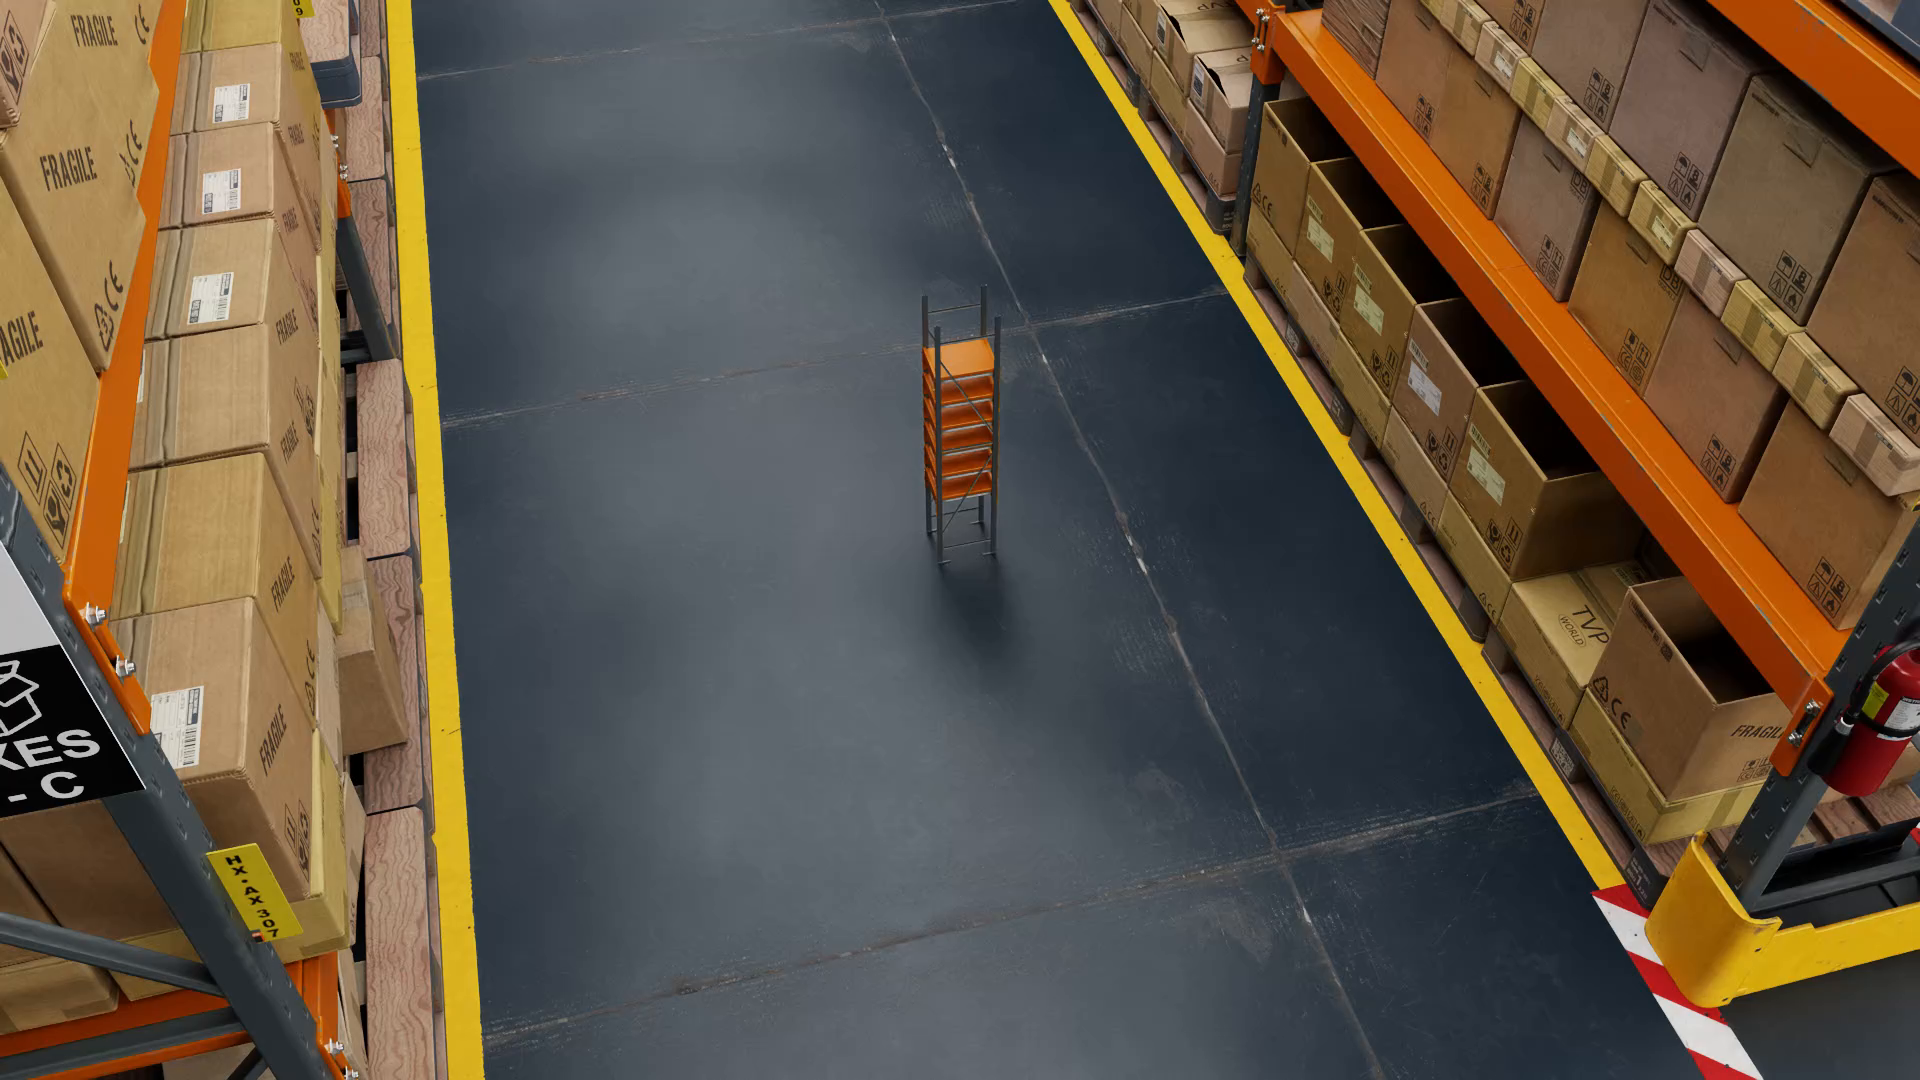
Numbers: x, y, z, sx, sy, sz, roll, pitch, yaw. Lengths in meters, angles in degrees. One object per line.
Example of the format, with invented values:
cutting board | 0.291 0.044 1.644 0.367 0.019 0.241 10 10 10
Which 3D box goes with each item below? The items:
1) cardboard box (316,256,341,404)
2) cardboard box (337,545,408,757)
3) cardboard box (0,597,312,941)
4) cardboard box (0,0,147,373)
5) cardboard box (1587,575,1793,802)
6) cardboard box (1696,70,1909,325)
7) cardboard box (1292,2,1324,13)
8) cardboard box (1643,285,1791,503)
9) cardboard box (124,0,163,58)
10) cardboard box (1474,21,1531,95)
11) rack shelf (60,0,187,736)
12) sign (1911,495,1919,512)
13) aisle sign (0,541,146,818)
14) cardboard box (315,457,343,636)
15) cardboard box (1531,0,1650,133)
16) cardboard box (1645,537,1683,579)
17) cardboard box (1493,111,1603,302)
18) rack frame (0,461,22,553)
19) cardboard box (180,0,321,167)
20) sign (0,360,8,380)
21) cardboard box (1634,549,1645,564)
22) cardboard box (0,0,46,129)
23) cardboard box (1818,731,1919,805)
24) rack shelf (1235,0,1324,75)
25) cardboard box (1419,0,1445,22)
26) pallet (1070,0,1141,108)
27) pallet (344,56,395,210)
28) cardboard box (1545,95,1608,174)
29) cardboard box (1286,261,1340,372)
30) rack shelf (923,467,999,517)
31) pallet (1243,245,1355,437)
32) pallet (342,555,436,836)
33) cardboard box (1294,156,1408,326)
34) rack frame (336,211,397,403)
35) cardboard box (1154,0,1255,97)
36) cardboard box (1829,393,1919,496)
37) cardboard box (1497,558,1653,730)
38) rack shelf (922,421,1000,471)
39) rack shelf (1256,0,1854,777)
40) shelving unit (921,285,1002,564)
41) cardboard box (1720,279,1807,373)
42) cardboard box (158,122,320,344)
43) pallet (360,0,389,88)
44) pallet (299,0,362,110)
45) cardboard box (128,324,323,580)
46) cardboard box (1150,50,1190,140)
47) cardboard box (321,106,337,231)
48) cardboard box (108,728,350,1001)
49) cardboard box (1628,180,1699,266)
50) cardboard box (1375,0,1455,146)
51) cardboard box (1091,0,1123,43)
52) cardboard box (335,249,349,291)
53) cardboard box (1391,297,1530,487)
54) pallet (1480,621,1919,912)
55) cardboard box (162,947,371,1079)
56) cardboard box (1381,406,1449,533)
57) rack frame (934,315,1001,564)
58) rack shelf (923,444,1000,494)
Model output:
cardboard box | -2.289 -0.638 5.366 0.500 0.250 0.500 -11 47 -11
cardboard box | -2.318 0.434 5.667 0.700 0.500 0.500 -13 47 -13
cardboard box | -1.774 0.515 3.711 0.500 0.500 0.500 -11 47 -10
cardboard box | -1.890 -0.629 3.082 0.500 0.500 0.500 -8 46 -8
cardboard box | 2.420 0.445 5.320 0.500 0.500 0.500 -11 47 -10
cardboard box | 2.584 -1.004 4.656 0.700 0.500 0.500 -12 47 -11
cardboard box | 1.833 -2.612 8.448 0.500 0.311 0.500 -11 47 -11
cardboard box | 2.599 -0.513 5.083 0.700 0.500 0.500 -10 46 -9
cardboard box | -2.184 -1.353 3.792 0.500 0.500 0.500 -8 46 -8
cardboard box | 2.036 -1.706 5.797 0.380 0.149 0.250 -12 47 -11
rack shelf | -2.455 -1.063 4.095 1.077 0.370 4.000 -11 47 -10
sign | 2.317 -0.190 3.860 0.100 0.325 0.005 -11 47 -10
aisle sign | -1.634 0.201 2.632 0.394 0.787 0.004 -11 47 -10
cardboard box | -2.032 0.058 4.684 0.500 0.250 0.500 -11 47 -11
cardboard box | 2.326 -1.698 5.335 0.700 0.500 0.500 -11 47 -10
cardboard box | 2.793 0.005 5.751 0.500 0.500 0.500 -11 47 -10
cardboard box | 2.339 -1.220 5.775 0.700 0.500 0.500 -9 46 -9
rack frame | -1.943 -0.983 1.413 1.000 3.000 0.127 -11 47 -10
cardboard box | -2.547 -1.592 5.776 0.500 0.500 0.500 -11 47 -10
sign | -1.418 -0.339 2.270 0.100 0.325 0.005 -11 47 -10
cardboard box | 2.664 -0.077 6.357 0.500 0.250 0.500 -11 47 -10
cardboard box | -1.886 -0.991 2.737 0.500 0.500 0.500 -11 47 -11
cardboard box | 2.923 0.613 5.681 0.500 0.250 0.500 -11 47 -10
rack shelf | 1.309 -3.683 8.762 1.077 0.370 4.000 -11 47 -10
cardboard box | 1.903 -2.063 6.147 0.380 0.149 0.250 -11 47 -11
pallet | 1.279 -2.923 9.467 1.003 0.211 1.213 -11 47 -10
pallet | -3.483 -2.050 8.612 1.003 0.211 1.213 -11 47 -10
cardboard box | 2.164 -1.353 5.452 0.380 0.149 0.250 -11 47 -11
cardboard box | 1.770 -1.016 7.277 0.500 0.250 0.500 -11 47 -10
rack shelf | 0.004 -0.211 6.515 0.258 0.103 0.180 -11 47 -10
pallet | 1.984 -1.021 7.603 1.003 0.211 1.213 -11 47 -10
pallet | -2.445 0.632 5.983 1.003 0.211 1.213 -11 47 -10
cardboard box | 1.773 -1.279 7.010 0.500 0.500 0.500 -11 47 -10
rack frame | -2.967 -1.645 6.262 1.000 3.000 0.127 -11 47 -10
cardboard box | 1.301 -2.520 8.358 0.500 0.311 0.500 -10 46 -9
cardboard box | 2.563 -0.283 4.403 0.380 0.149 0.250 -11 47 -11
cardboard box | 2.283 0.364 5.924 0.500 0.250 0.500 -11 47 -10
rack shelf | 0.004 -0.379 6.343 0.258 0.103 0.180 -11 47 -10
rack shelf | 2.333 -0.921 6.056 1.077 0.370 4.000 -11 47 -10
shelving unit | 0.004 -0.410 6.312 0.258 1.200 0.189 -11 47 -10
cardboard box | 2.429 -0.640 4.753 0.380 0.149 0.250 -11 47 -11
cardboard box | -2.295 -0.899 5.097 0.500 0.500 0.500 -12 47 -11
pallet | -3.792 -2.891 9.435 1.003 0.211 1.213 -11 47 -10
pallet | -3.022 -2.132 6.874 1.003 0.211 1.213 -11 47 -10
cardboard box | -2.017 -0.186 4.398 0.500 0.500 0.500 -12 47 -12
cardboard box | 1.307 -2.321 8.556 0.500 0.250 0.500 -11 47 -11
cardboard box | -2.552 -1.328 6.042 0.500 0.250 0.500 -11 47 -10
cardboard box | -1.761 0.767 3.989 0.500 0.250 0.500 -12 47 -11
cardboard box | 2.299 -0.995 5.101 0.380 0.149 0.250 -9 46 -9
cardboard box | 2.082 -1.920 6.462 0.700 0.500 0.500 -11 47 -11
cardboard box | 1.047 -3.026 9.246 0.500 0.250 0.500 -10 46 -10
cardboard box | -3.171 -1.429 7.493 0.700 0.500 0.500 -9 46 -9
cardboard box | 2.023 -0.588 6.332 0.500 0.500 0.500 -11 47 -10
pallet | 2.609 0.664 5.952 1.003 0.211 1.213 -11 47 -10
cardboard box | -2.033 1.409 4.843 0.500 0.311 0.500 -16 48 -15
cardboard box | 2.027 -0.326 6.601 0.500 0.250 0.500 -11 47 -10
rack frame | 0.027 -0.347 6.250 0.240 1.200 0.006 -11 47 -10
rack shelf | 0.004 -0.295 6.429 0.258 0.103 0.180 -11 47 -10
